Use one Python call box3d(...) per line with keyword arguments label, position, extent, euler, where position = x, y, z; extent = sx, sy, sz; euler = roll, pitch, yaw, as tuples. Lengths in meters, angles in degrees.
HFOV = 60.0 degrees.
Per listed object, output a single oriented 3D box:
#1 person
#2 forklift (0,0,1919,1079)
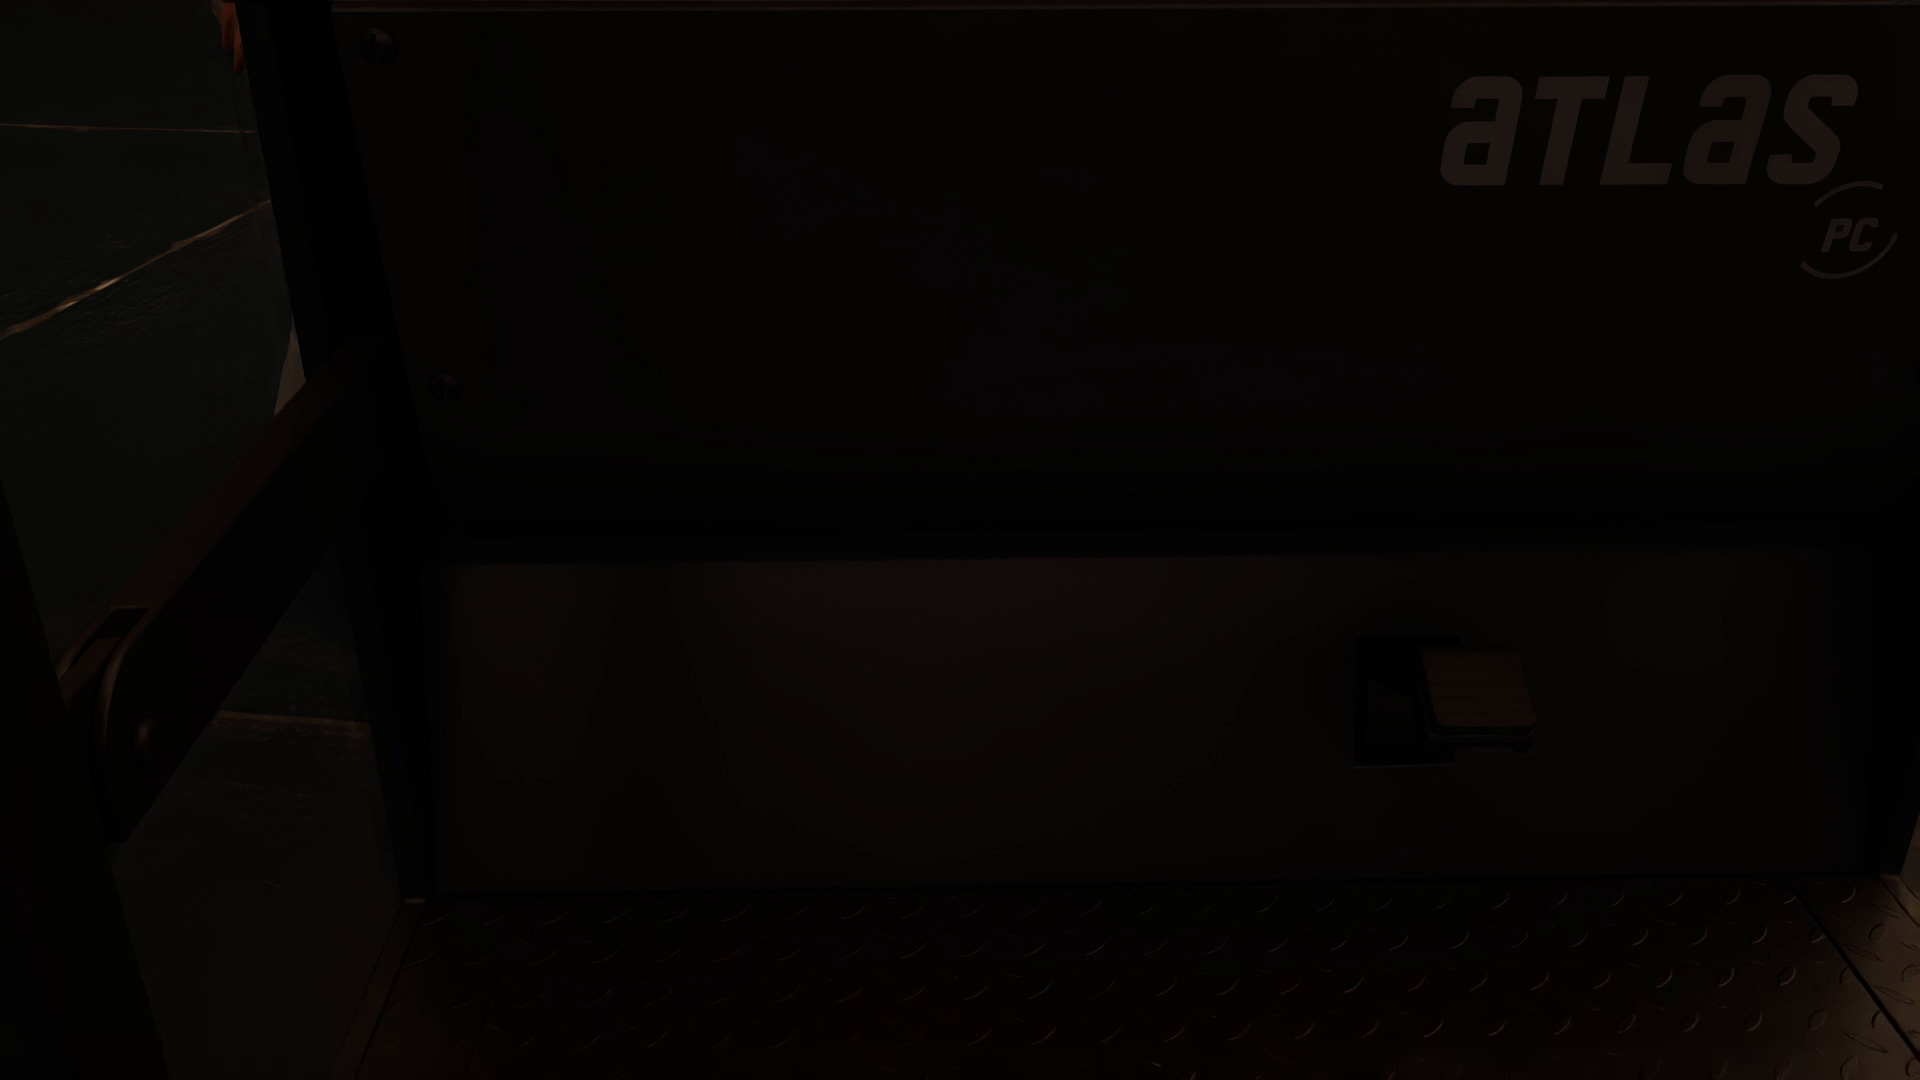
box3d(label="person", position=(-0.916, -0.844, 2.347), extent=(0.327, 1.650, 0.679), euler=(-2, 27, -4))
box3d(label="forklift", position=(0.148, -0.651, 0.521), extent=(1.130, 2.935, 3.031), euler=(-1, 27, -1))
